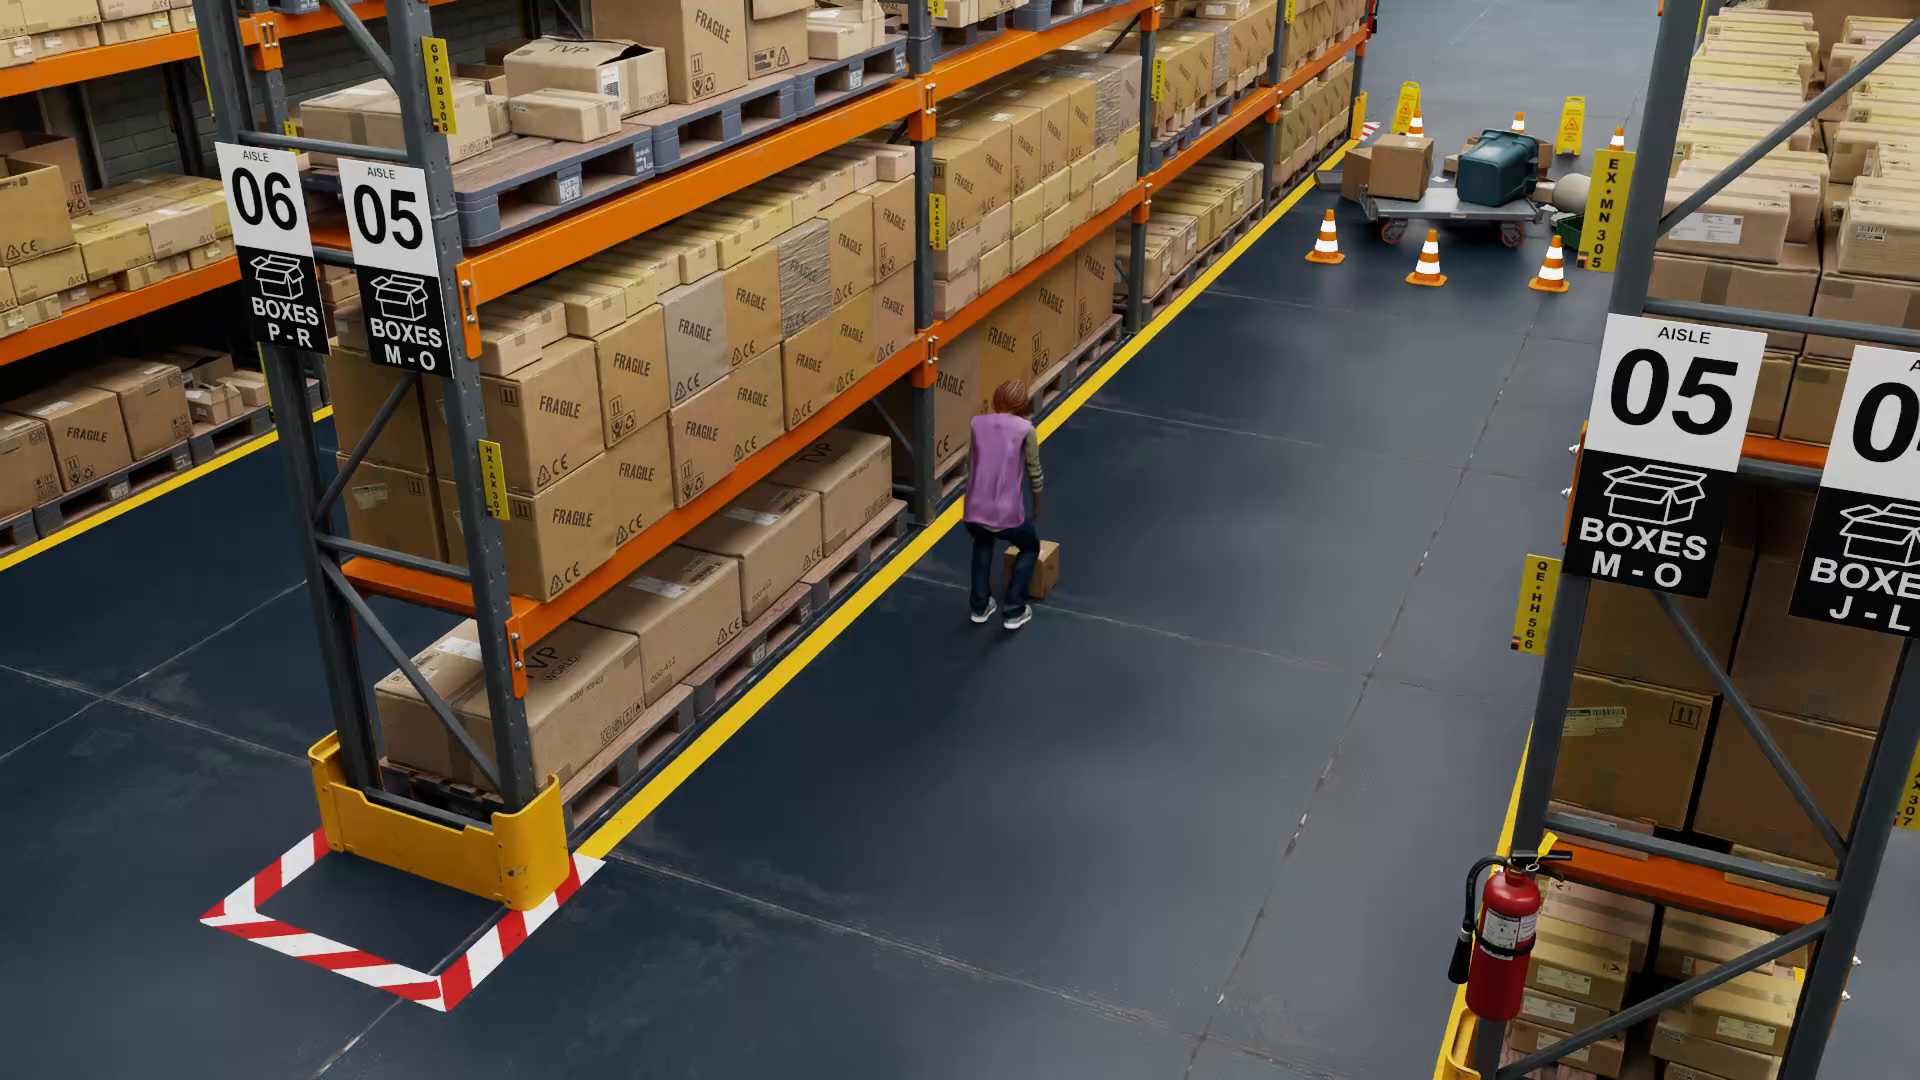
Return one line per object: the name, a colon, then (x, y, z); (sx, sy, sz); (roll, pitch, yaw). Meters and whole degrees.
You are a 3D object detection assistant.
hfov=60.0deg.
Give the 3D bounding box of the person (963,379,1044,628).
person: (0.213, -0.173, 9.247); (0.460, 1.361, 0.601); (12, 29, 22)
